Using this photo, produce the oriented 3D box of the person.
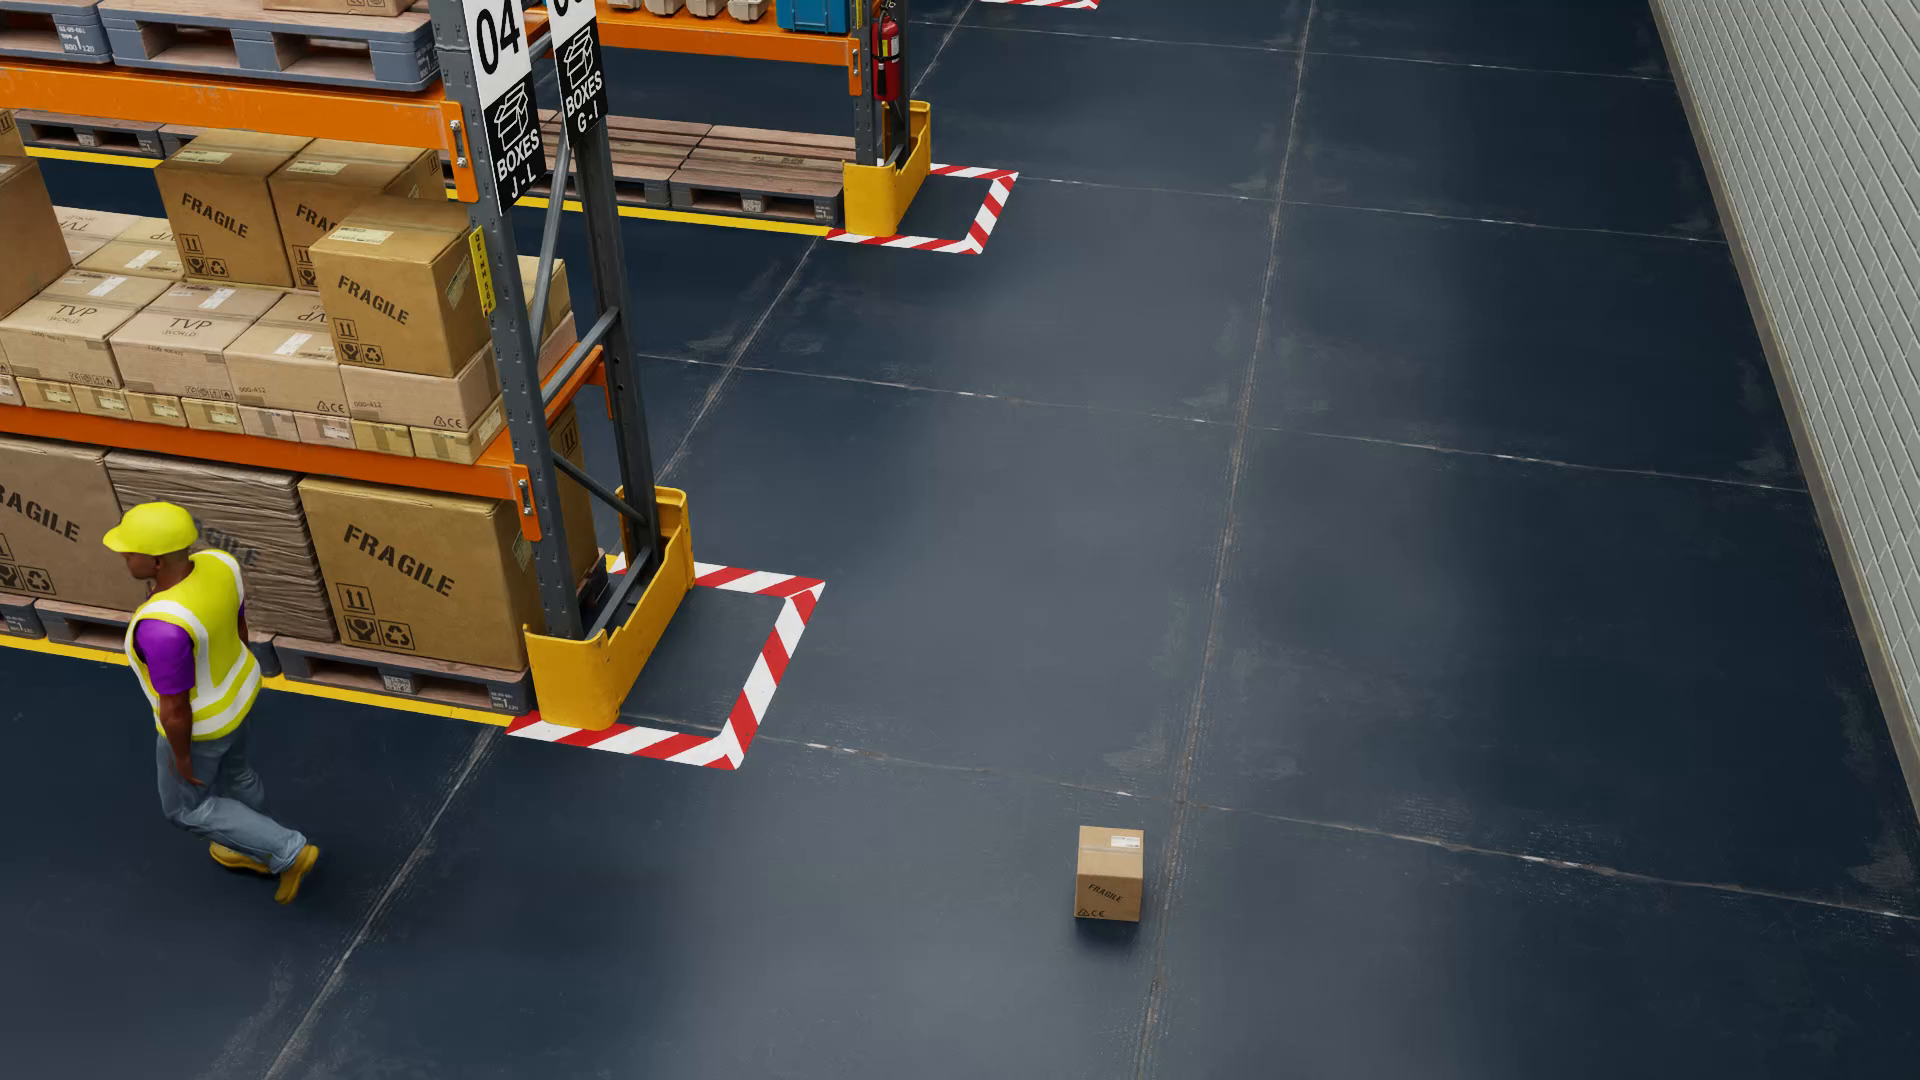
[{"bbox_3d":[-2.715,0.612,6.078,0.583,1.757,0.581,4,37,5],"label":"person"}]
